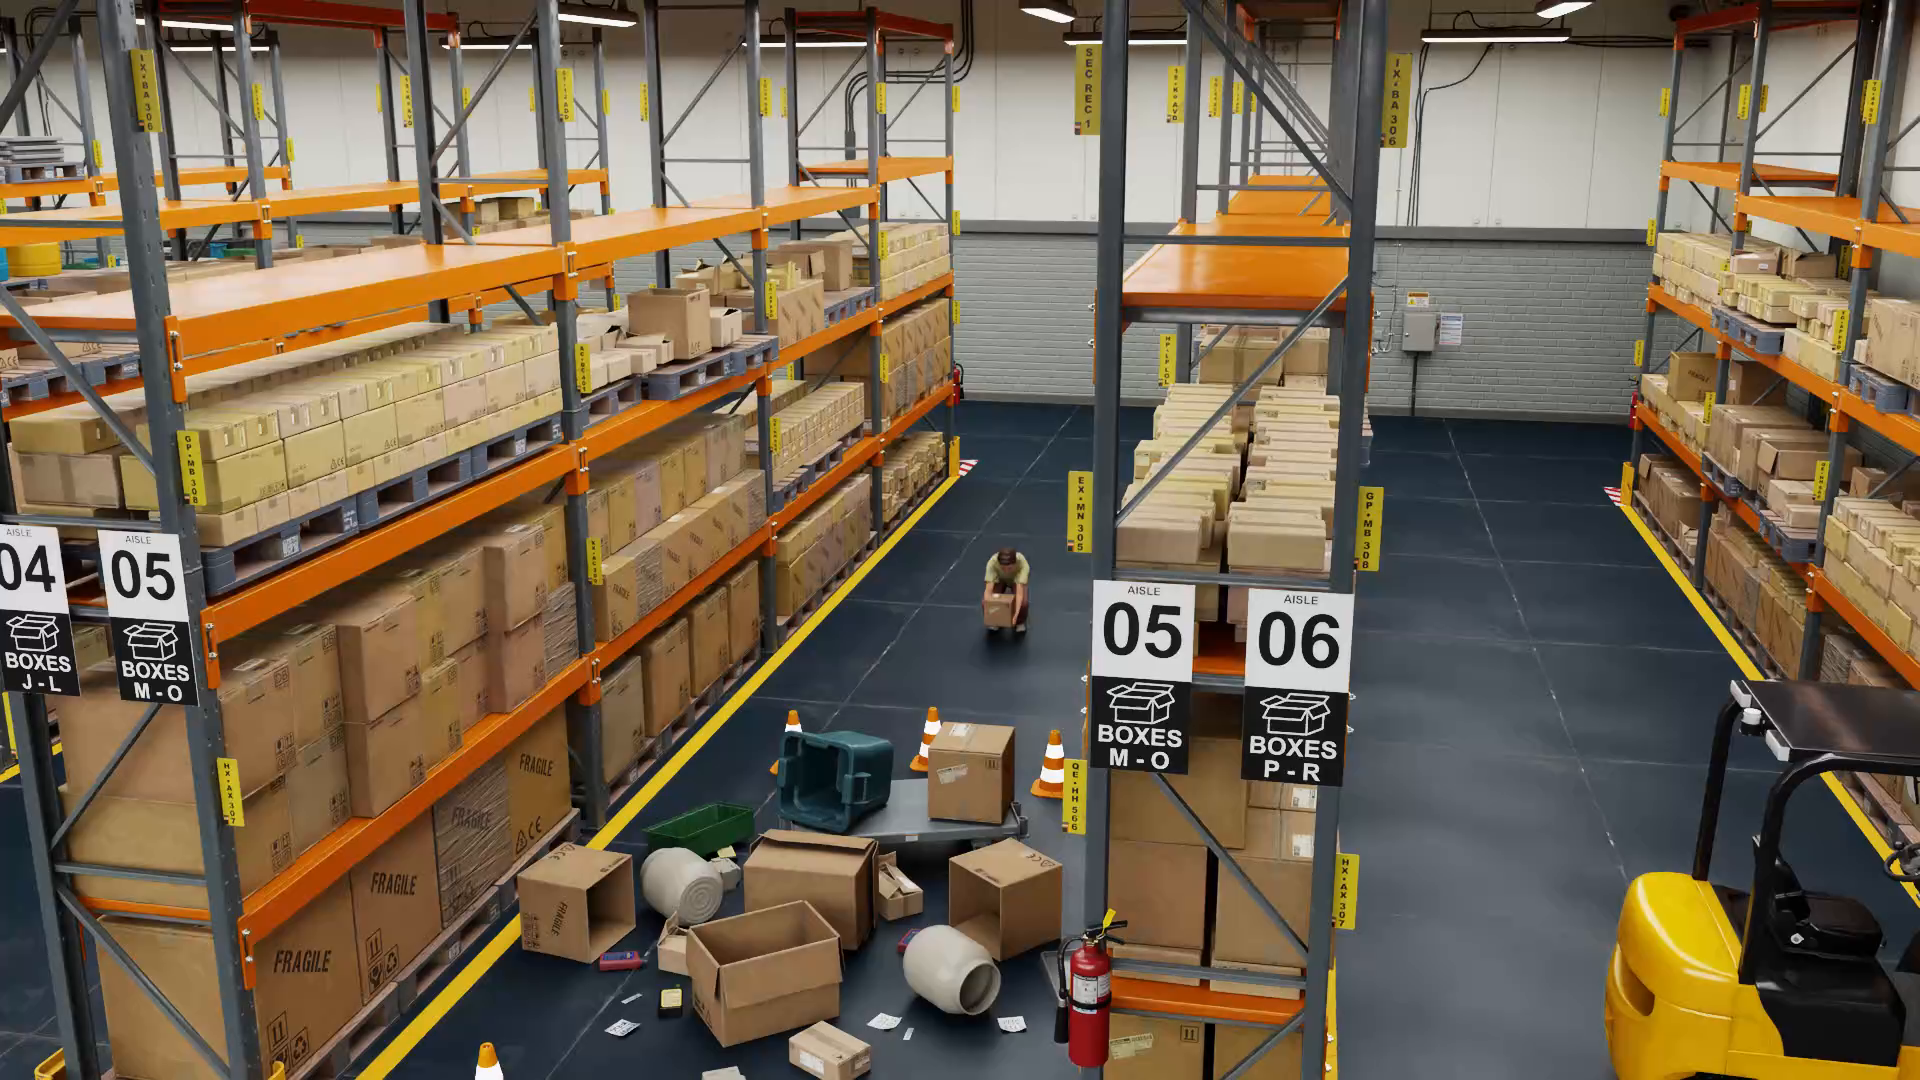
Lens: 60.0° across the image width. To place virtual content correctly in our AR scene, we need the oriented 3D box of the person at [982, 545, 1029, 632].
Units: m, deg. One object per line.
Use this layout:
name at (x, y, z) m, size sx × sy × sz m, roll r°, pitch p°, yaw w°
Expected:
person at (0.455, 0.455, 16.119) m, size 0.461 × 0.932 × 0.830 m, roll 3°, pitch 15°, yaw 10°
